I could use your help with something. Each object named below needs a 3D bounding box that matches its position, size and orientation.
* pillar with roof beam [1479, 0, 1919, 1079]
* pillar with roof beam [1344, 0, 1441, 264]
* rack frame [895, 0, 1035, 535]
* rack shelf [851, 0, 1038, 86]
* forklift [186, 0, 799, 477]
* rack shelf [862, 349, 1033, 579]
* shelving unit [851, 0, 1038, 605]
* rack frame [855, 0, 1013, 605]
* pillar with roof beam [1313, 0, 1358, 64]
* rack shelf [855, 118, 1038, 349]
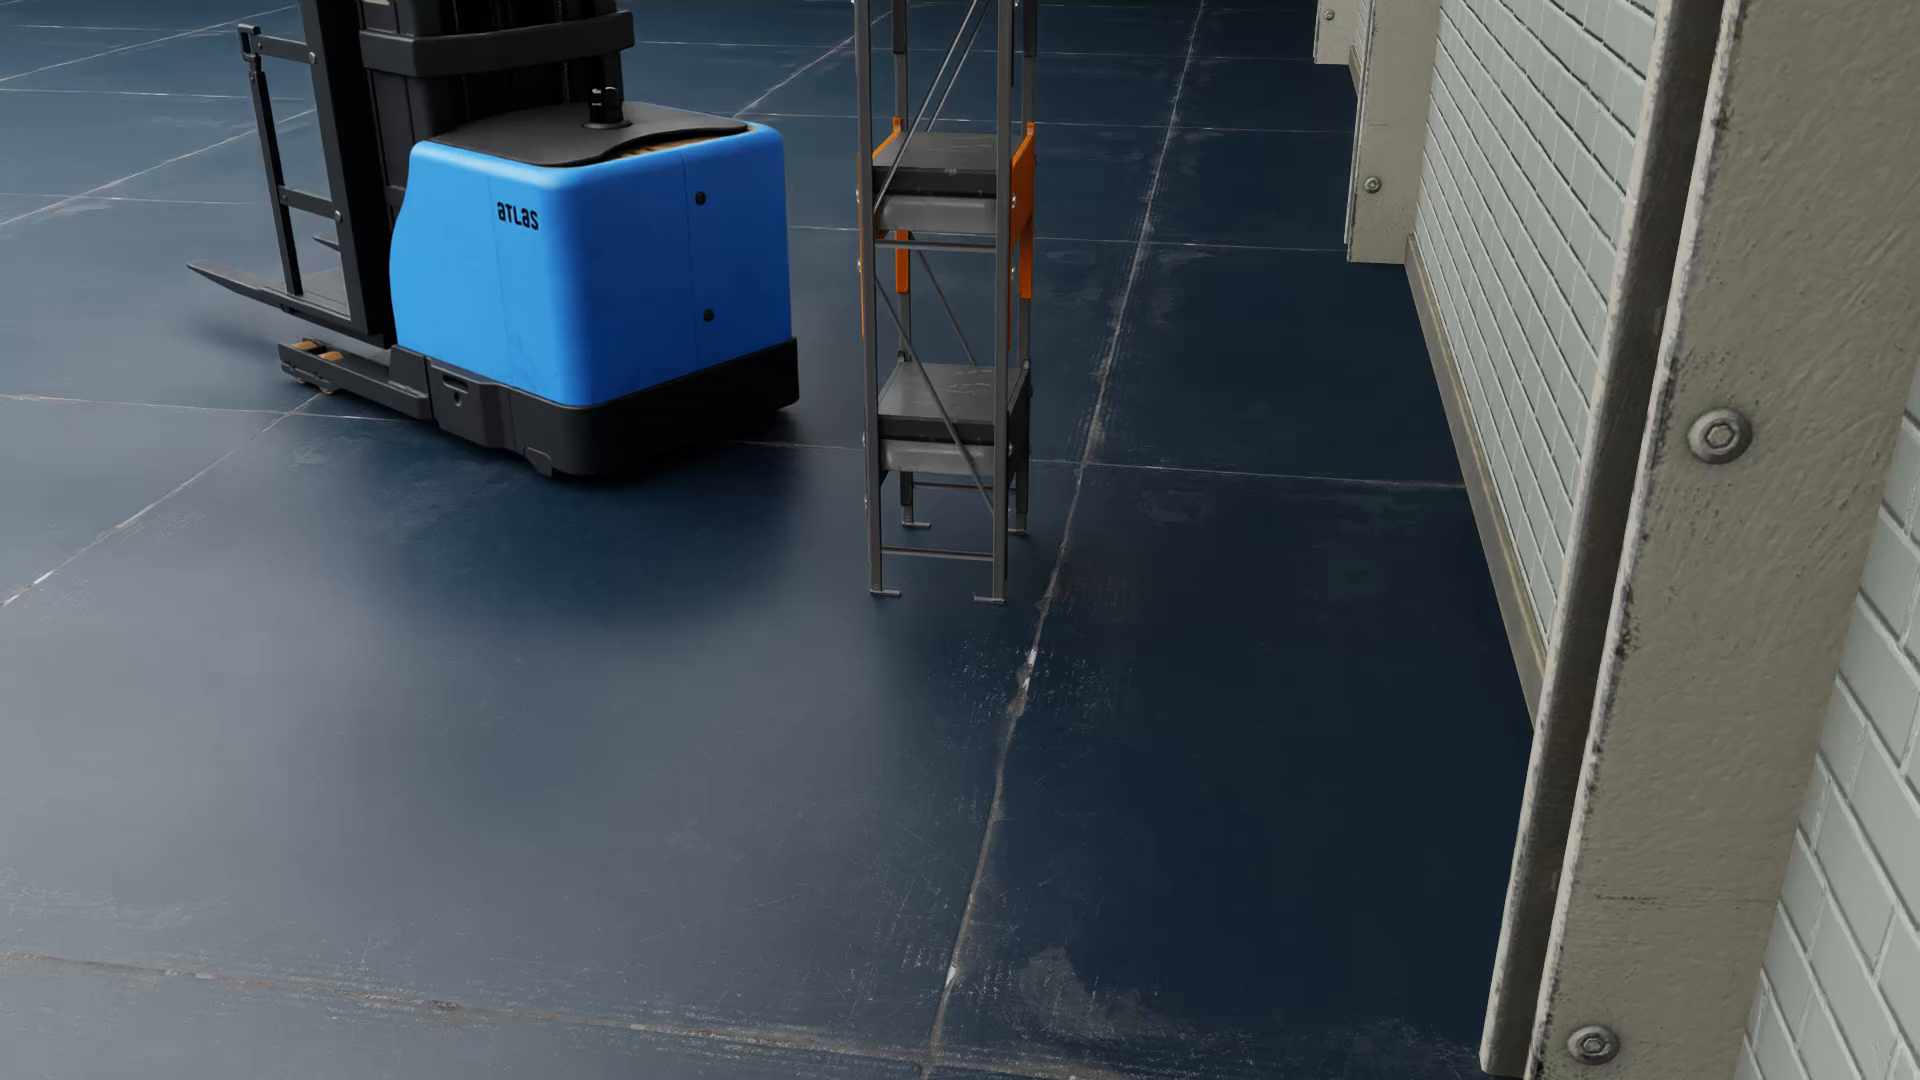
[{"bbox_3d":[-3.138,-3.306,1.698,9.100,9.000,0.400,4,25,9],"label":"pillar with roof beam"},{"bbox_3d":[-2.157,-5.815,7.059,9.100,9.000,0.400,4,25,9],"label":"pillar with roof beam"},{"bbox_3d":[0.013,-0.984,4.875,0.400,2.100,0.015,4,25,9],"label":"rack frame"},{"bbox_3d":[-0.027,-1.503,4.366,0.431,0.518,0.480,4,25,9],"label":"rack shelf"},{"bbox_3d":[-2.051,-2.043,6.156,3.031,2.935,1.130,20,32,36],"label":"forklift"},{"bbox_3d":[-0.027,-0.235,4.959,0.431,0.518,0.480,4,25,9],"label":"rack shelf"},{"bbox_3d":[-0.027,-0.882,4.657,0.431,2.100,0.503,4,25,9],"label":"shelving unit"},{"bbox_3d":[-0.067,-0.780,4.439,0.400,2.100,0.015,4,25,9],"label":"rack frame"},{"bbox_3d":[-1.177,-8.325,12.420,9.100,9.000,0.400,4,25,9],"label":"pillar with roof beam"},{"bbox_3d":[-0.027,-0.869,4.663,0.431,0.518,0.480,4,25,9],"label":"rack shelf"}]
